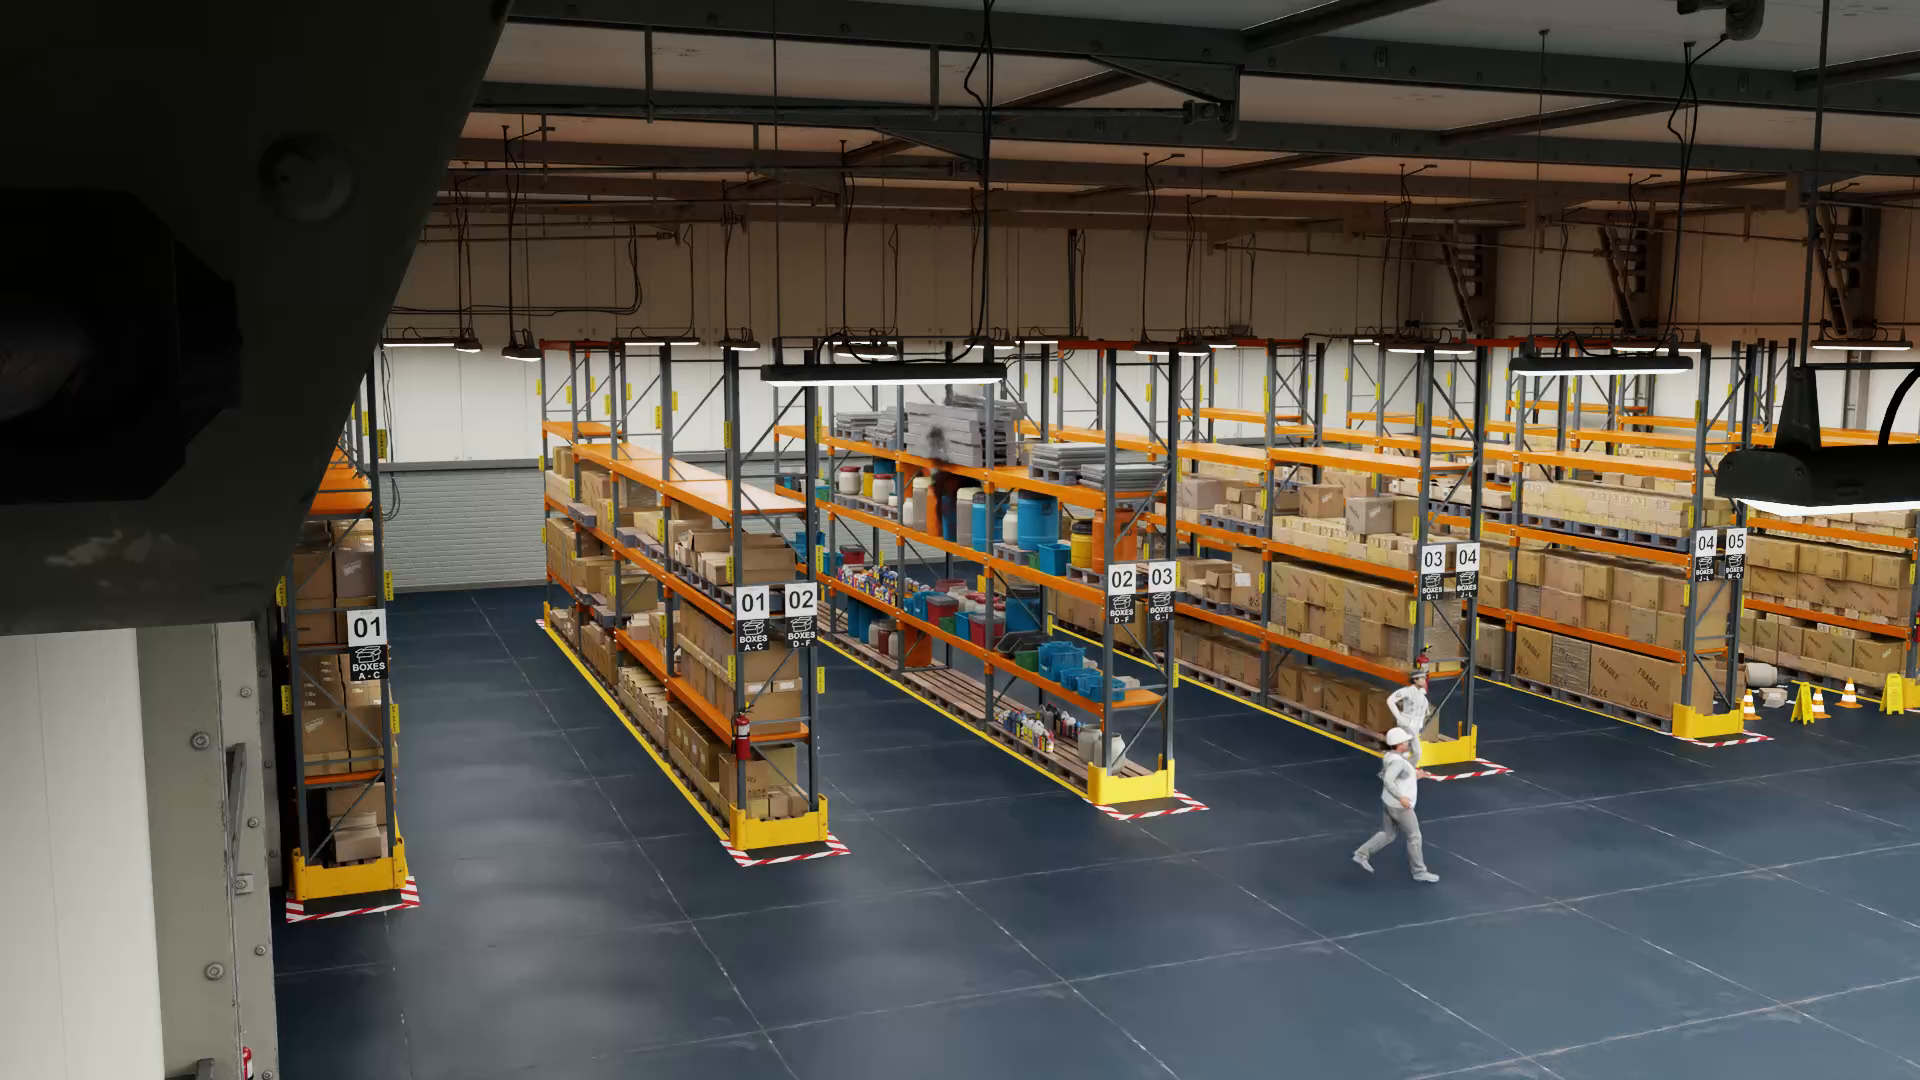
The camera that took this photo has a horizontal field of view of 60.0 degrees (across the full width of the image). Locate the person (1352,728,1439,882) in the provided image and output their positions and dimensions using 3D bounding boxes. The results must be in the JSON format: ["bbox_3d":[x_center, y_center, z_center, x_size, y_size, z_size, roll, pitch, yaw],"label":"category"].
[{"bbox_3d":[4.974,2.989,18.838,0.949,1.758,0.656,0,7,-2],"label":"person"}]

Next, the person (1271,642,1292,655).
[{"bbox_3d":[6.139,1.421,31.034,0.685,1.737,0.822,-3,8,-21],"label":"person"}]

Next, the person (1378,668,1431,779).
[{"bbox_3d":[6.109,2.578,22.745,0.645,1.700,0.702,-7,10,-41],"label":"person"}]
